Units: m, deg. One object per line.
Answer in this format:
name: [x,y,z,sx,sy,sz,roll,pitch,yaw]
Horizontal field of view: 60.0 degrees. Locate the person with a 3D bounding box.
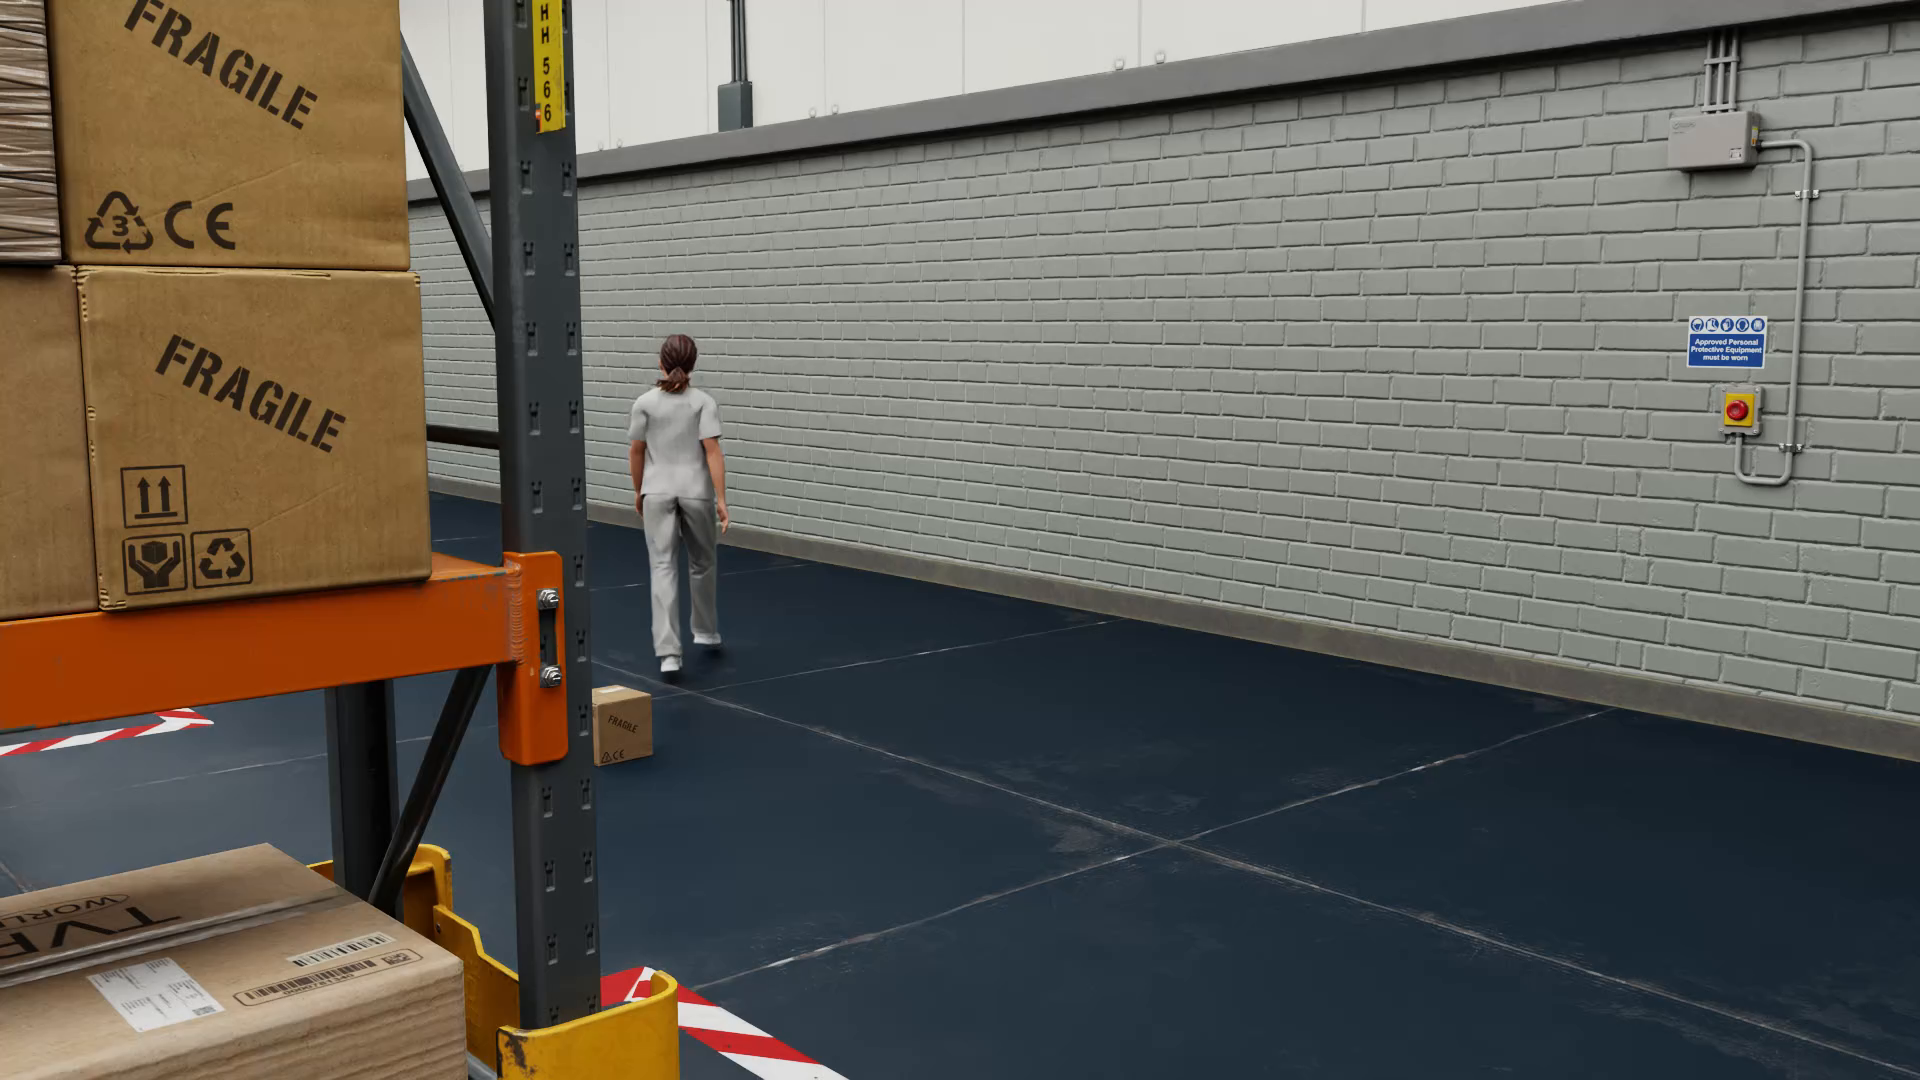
person: [-1.401,-0.209,8.293,0.480,1.625,0.945,-1,8,-9]
